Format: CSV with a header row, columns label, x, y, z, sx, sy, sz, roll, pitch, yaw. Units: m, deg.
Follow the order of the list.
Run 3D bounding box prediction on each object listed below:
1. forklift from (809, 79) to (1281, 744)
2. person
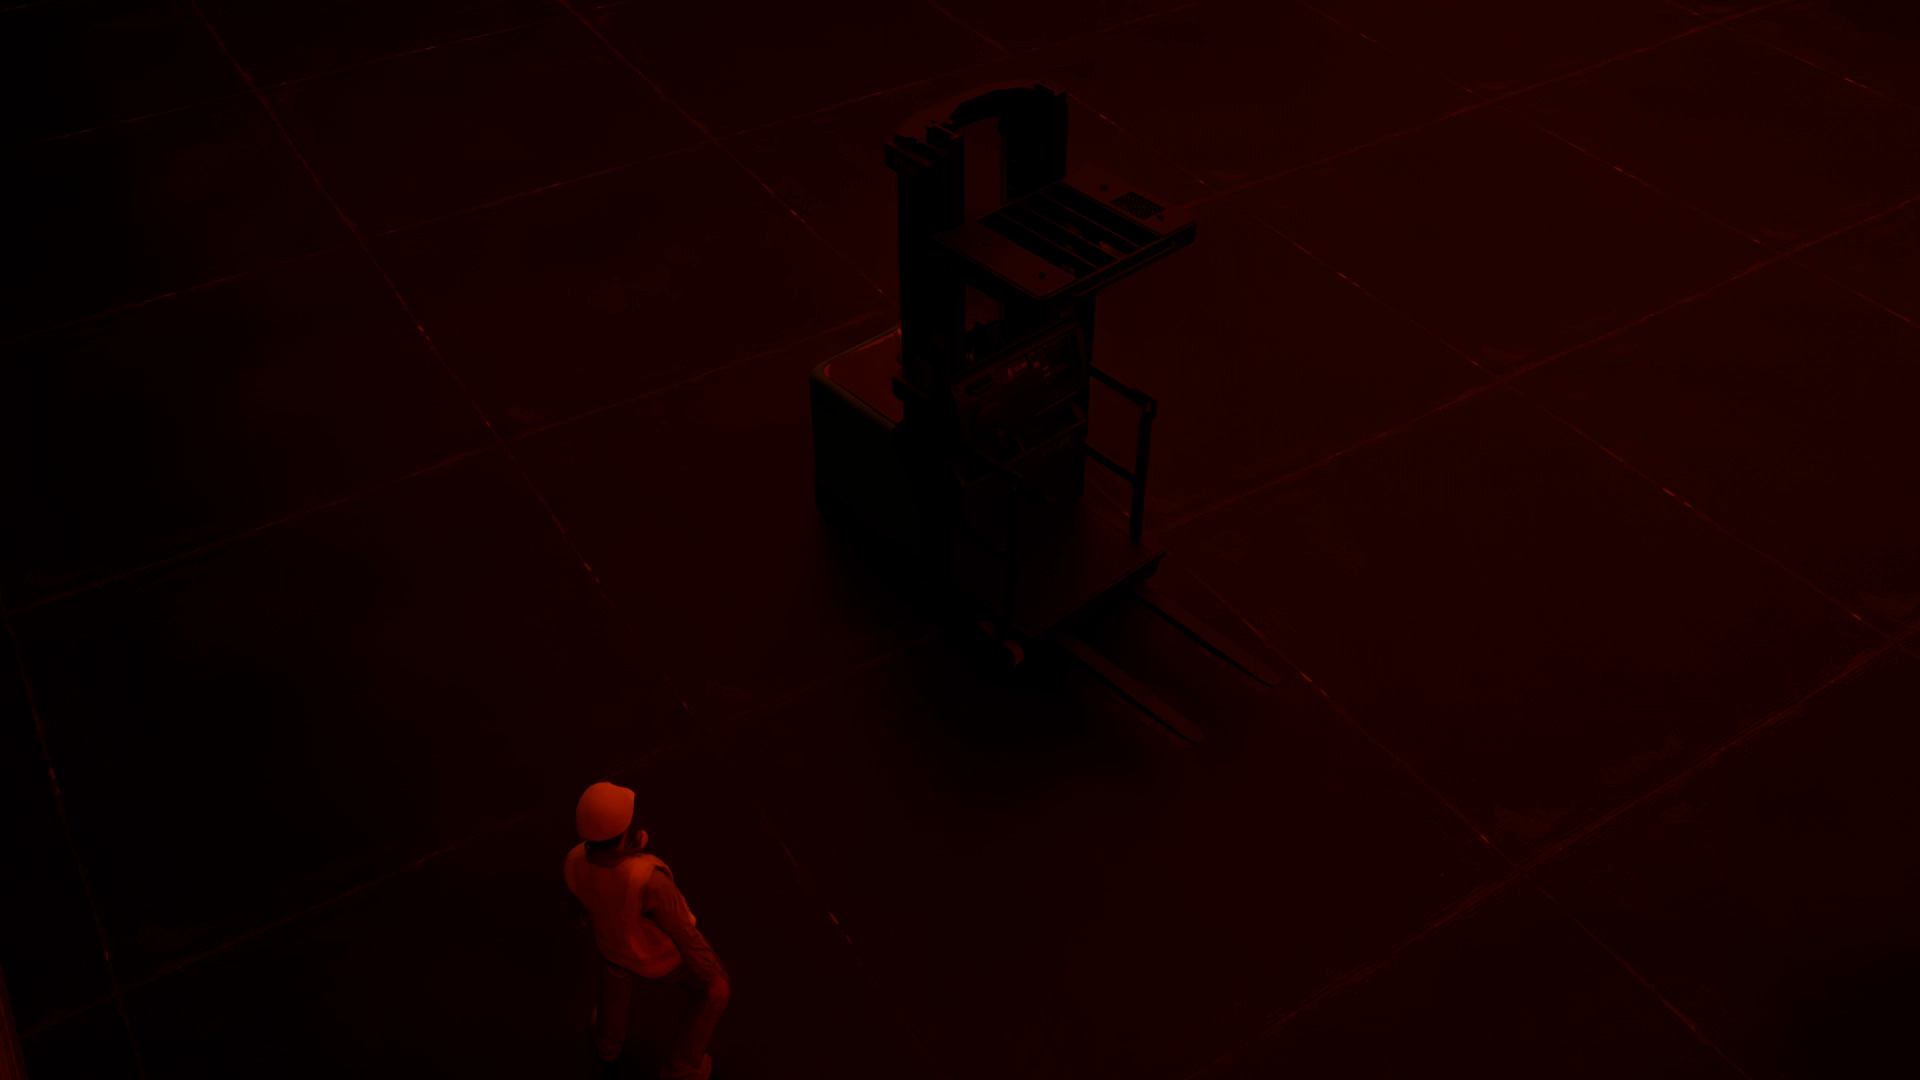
label,x,y,z,sx,sy,sz,roll,pitch,yaw
forklift,0.464,-0.774,8.757,1.130,2.935,3.031,-31,50,-30
person,-1.306,1.669,6.912,0.874,1.689,0.486,20,45,21
